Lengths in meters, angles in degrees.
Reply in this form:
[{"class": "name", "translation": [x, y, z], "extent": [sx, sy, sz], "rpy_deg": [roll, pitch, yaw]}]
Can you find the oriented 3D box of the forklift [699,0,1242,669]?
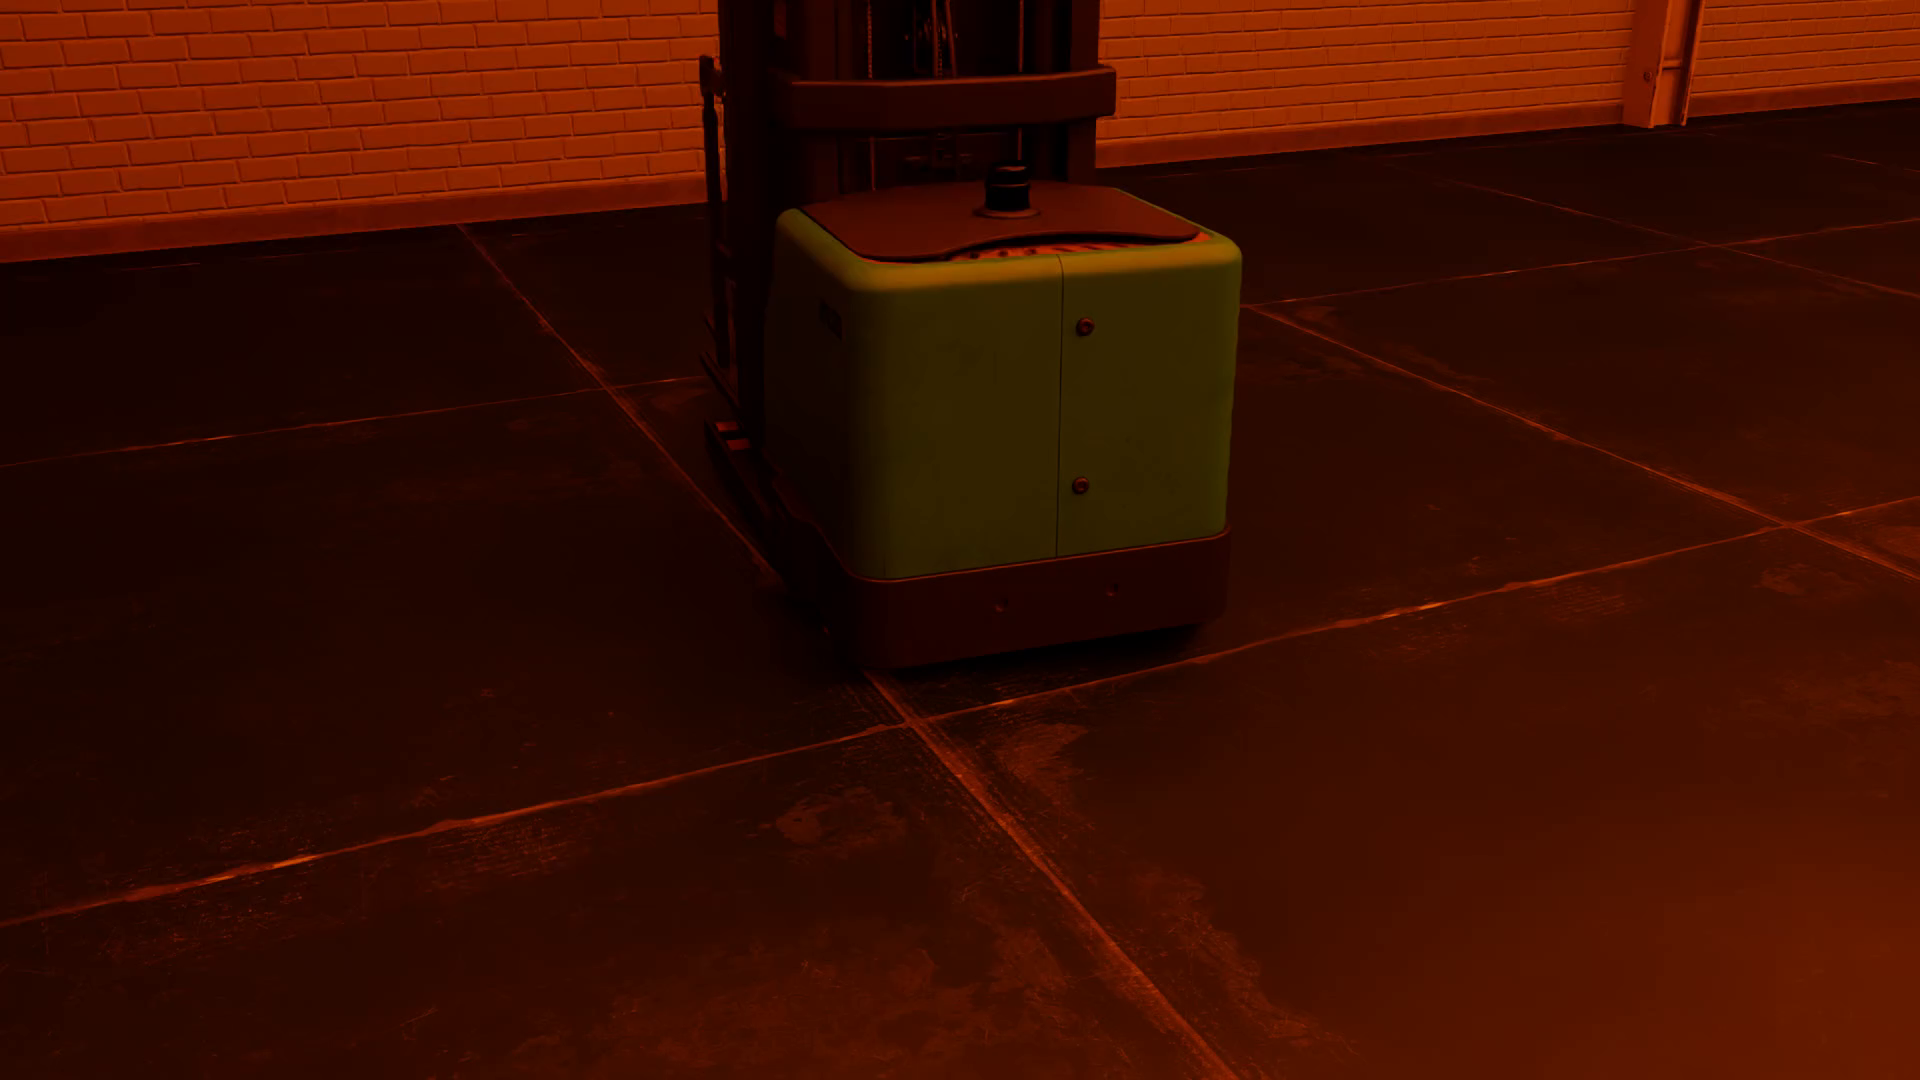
[{"class": "forklift", "translation": [-0.237, -1.568, 5.060], "extent": [1.130, 2.935, 3.031], "rpy_deg": [-7, 24, -17]}]
